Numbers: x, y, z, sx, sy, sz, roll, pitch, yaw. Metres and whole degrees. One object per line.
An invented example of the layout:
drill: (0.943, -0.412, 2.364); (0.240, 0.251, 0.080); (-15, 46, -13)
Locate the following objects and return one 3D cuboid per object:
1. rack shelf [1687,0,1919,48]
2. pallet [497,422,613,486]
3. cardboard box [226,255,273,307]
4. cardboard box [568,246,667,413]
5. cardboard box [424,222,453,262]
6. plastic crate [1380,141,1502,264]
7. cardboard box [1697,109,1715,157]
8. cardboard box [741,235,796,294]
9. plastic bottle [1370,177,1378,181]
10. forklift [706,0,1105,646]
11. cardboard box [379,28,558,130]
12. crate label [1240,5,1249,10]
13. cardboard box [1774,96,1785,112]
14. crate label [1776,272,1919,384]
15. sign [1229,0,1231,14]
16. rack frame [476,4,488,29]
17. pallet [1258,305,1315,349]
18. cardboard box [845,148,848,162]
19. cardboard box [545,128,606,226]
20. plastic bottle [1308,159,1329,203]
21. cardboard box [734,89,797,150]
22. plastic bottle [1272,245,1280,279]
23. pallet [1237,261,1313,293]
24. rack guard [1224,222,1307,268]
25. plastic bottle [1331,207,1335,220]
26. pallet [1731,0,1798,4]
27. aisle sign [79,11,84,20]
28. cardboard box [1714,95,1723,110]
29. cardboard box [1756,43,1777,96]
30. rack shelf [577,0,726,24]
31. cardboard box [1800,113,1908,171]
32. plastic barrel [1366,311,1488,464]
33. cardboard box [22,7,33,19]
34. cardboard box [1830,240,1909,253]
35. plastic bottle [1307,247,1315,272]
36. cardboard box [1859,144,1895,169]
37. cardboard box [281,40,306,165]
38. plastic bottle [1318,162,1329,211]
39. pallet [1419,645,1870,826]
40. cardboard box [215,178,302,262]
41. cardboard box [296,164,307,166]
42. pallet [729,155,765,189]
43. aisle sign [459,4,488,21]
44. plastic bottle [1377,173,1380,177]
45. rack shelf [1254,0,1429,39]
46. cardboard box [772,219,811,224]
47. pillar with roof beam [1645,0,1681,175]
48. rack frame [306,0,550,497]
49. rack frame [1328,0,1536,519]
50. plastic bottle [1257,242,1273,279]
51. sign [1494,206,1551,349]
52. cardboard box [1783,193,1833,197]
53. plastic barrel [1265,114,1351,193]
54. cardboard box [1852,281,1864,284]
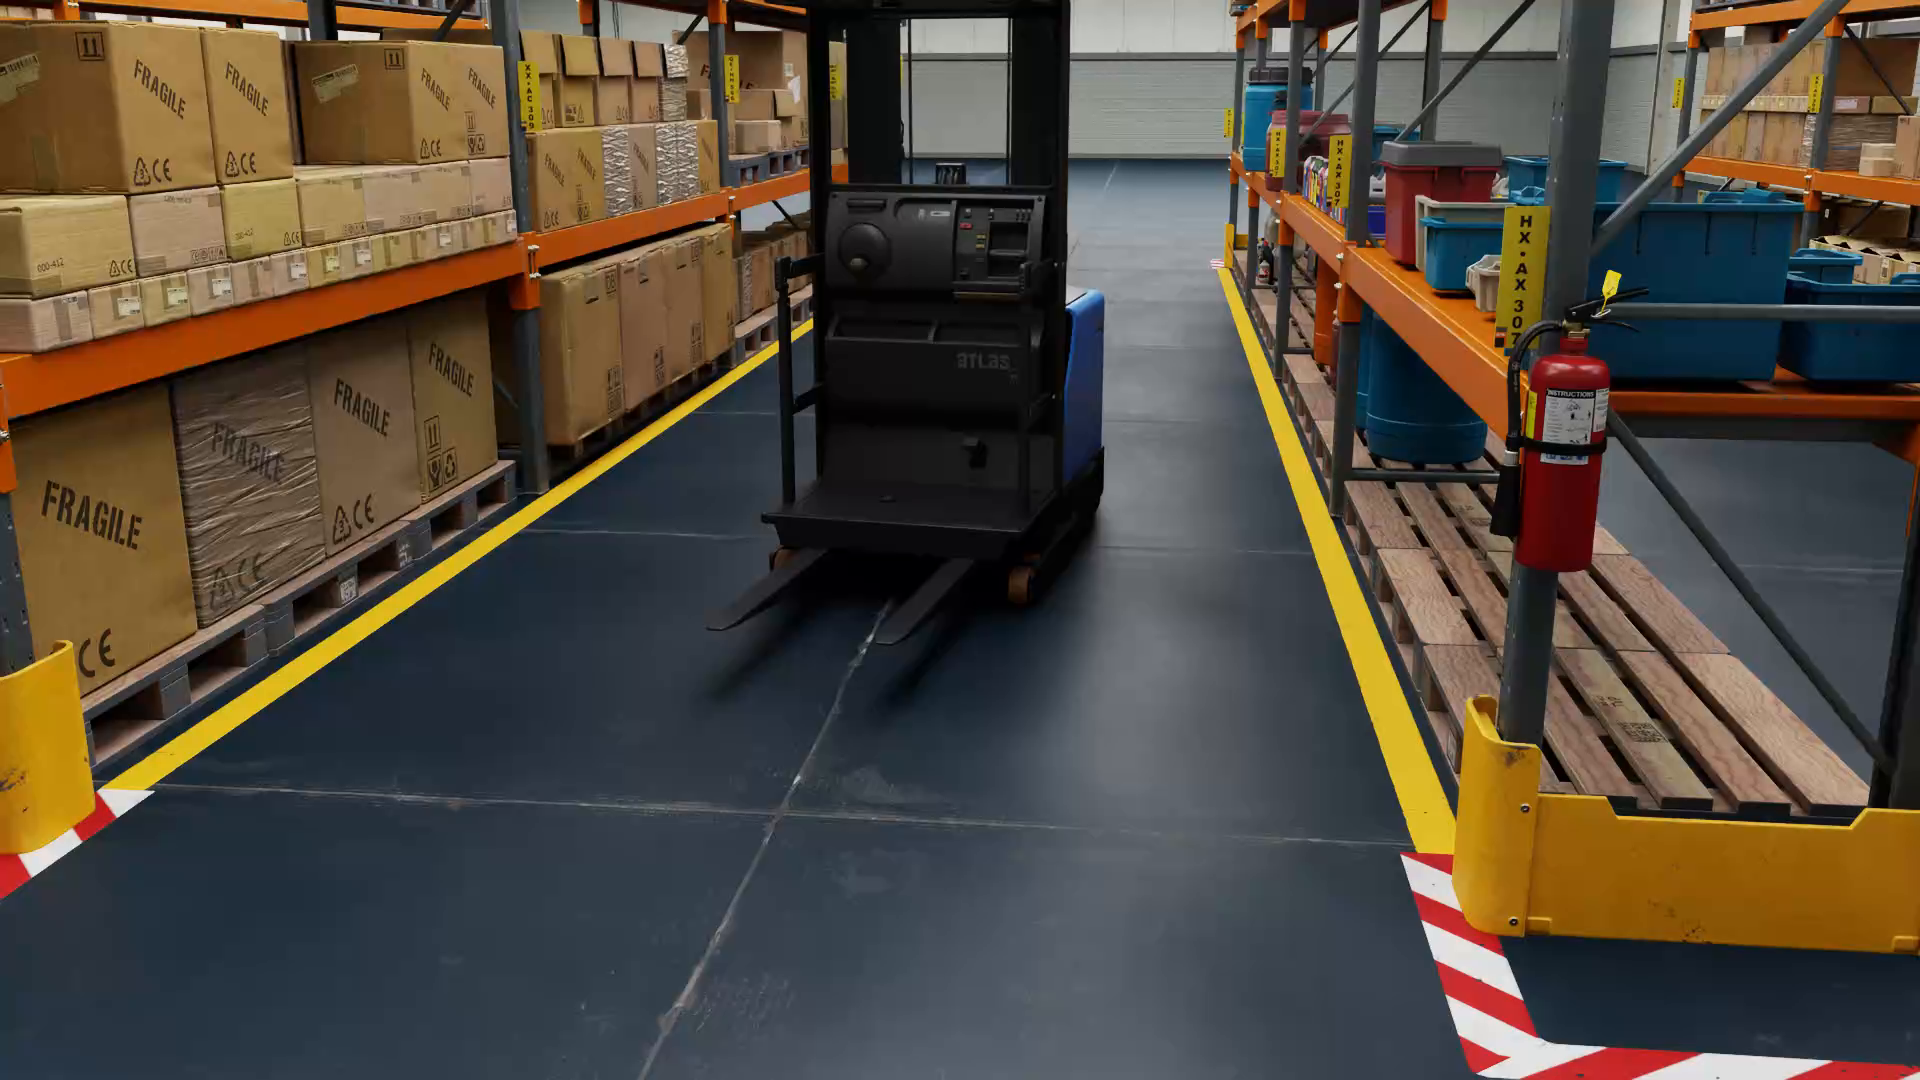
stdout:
rack shelf: (8.347, -5.099, 16.405); (1.077, 0.370, 4.000); (2, 15, 6)
pallet: (-2.612, -0.554, 9.306); (1.003, 0.211, 1.213); (2, 15, 6)
cardboard box: (-2.593, -0.888, 5.680); (0.380, 0.149, 0.250); (1, 15, 5)
cardboard box: (-2.472, -1.273, 9.889); (1.225, 0.875, 0.875); (1, 15, 4)
cardboard box: (-2.420, -1.287, 7.158); (0.380, 0.149, 0.250); (2, 15, 7)
plastic crate: (1.947, -1.387, 6.809); (0.402, 0.464, 0.583); (2, 15, 6)
cardboard box: (8.507, -4.445, 18.161); (0.700, 0.500, 0.500); (2, 15, 6)
cardboard box: (-1.884, -2.496, 15.094); (0.700, 0.500, 0.500); (2, 15, 6)
plastic bottle: (2.062, -1.698, 8.434); (0.152, 0.276, 0.135); (2, 15, 6)
forklift: (-0.160, -1.258, 6.698); (1.130, 2.935, 3.031); (4, 16, 14)
cardboard box: (-2.560, -2.396, 8.663); (0.797, 0.503, 0.637); (1, 15, 5)
crate label: (3.112, -5.564, 17.032); (0.502, 0.251, 0.408); (2, 15, 6)
cardboard box: (8.056, -4.182, 15.946); (0.380, 0.149, 0.250); (2, 15, 6)
crate label: (2.201, -0.517, 4.032); (0.416, 0.233, 0.303); (2, 15, 6)
sign: (3.105, -6.134, 18.835); (0.100, 0.325, 0.005); (2, 15, 6)
rack frame: (-6.187, -4.982, 20.341); (1.000, 3.000, 0.127); (2, 15, 6)
pallet: (3.015, -1.758, 13.760); (1.003, 0.211, 1.213); (2, 15, 6)
cardboard box: (-1.337, -3.893, 16.795); (0.380, 0.149, 0.250); (2, 15, 6)
cardboard box: (-2.268, -1.988, 9.077); (0.500, 0.500, 0.500); (2, 15, 6)
plastic bottle: (2.327, -2.306, 10.683); (0.152, 0.276, 0.135); (2, 15, 6)
cardboard box: (-1.825, -3.573, 14.126); (0.797, 0.503, 0.637); (3, 15, 12)
plastic bottle: (3.130, -2.731, 16.249); (0.144, 0.351, 0.185); (2, 15, 6)
pallet: (3.452, -2.771, 17.504); (1.003, 0.211, 1.213); (2, 15, 6)
rack guard: (3.690, -3.436, 19.412); (1.175, 0.500, 0.348); (2, 15, 6)
plastic bottle: (2.160, -1.924, 9.269); (0.152, 0.276, 0.135); (2, 15, 6)
pallet: (8.332, -5.422, 16.392); (1.003, 0.211, 1.213); (2, 15, 6)
aisle sign: (-10.821, -6.364, 20.471); (0.394, 0.787, 0.004); (2, 15, 6)
cardboard box: (8.258, -4.650, 17.677); (0.380, 0.149, 0.250); (2, 15, 6)
cardboard box: (8.335, -4.660, 16.472); (0.700, 0.500, 0.500); (2, 15, 6)
rack shelf: (-2.398, -3.317, 9.814); (1.077, 0.370, 4.000); (2, 15, 6)
cardboard box: (8.165, -3.643, 15.197); (0.700, 0.500, 0.500); (1, 15, 5)
plastic barrel: (2.376, -0.882, 8.393); (0.600, 0.901, 0.708); (2, 15, 6)
cardboard box: (-11.033, -6.131, 19.322); (0.380, 0.149, 0.250); (2, 15, 7)
cardboard box: (7.766, -2.396, 14.166); (0.500, 0.311, 0.500); (2, 15, 6)
plastic bottle: (3.623, -2.878, 16.935); (0.152, 0.276, 0.135); (2, 15, 6)
cardboard box: (8.109, -3.278, 14.327); (0.500, 0.250, 0.500); (3, 15, 10)
cardboard box: (-2.995, -1.887, 7.173); (0.500, 0.500, 0.500); (2, 15, 6)
plastic bottle: (2.203, -2.132, 10.023); (0.061, 0.283, 0.133); (2, 15, 6)
pallet: (1.978, 0.619, 4.968); (1.003, 0.211, 1.213); (2, 15, 6)
cardboard box: (-2.640, -1.113, 5.749); (0.500, 0.250, 0.500); (1, 15, 4)
cardboard box: (-2.998, -1.526, 7.275); (0.500, 0.250, 0.500); (2, 15, 6)
pallet: (-2.198, -2.830, 12.750); (1.213, 0.211, 1.003); (2, 15, 6)
aisle sign: (-5.881, -6.247, 20.037); (0.394, 0.787, 0.004); (2, 15, 6)
plastic bottle: (2.245, -1.828, 8.922); (0.097, 0.271, 0.097); (0, 15, 0)
rack shelf: (2.974, -4.209, 13.111); (1.077, 0.370, 4.000); (2, 15, 6)
cardboard box: (-1.579, -3.020, 17.068); (0.500, 0.500, 0.500); (7, 17, 24)
pillar with roof beam: (12.706, -13.413, 40.025); (9.100, 9.000, 0.400); (2, 15, 6)
rack frame: (-2.624, -1.698, 8.193); (1.000, 3.000, 0.127); (2, 15, 6)
rack frame: (2.297, -1.552, 7.654); (1.000, 3.000, 0.127); (2, 15, 6)
plastic bottle: (2.986, -2.736, 16.265); (0.144, 0.351, 0.185); (1, 15, 5)
sign: (1.298, -0.605, 3.840); (0.100, 0.325, 0.005); (2, 15, 6)
cardboard box: (8.710, -3.347, 17.319); (0.500, 0.500, 0.500); (2, 15, 6)
plastic barrel: (2.500, -2.784, 11.951); (0.600, 0.536, 0.708); (2, 15, 6)
cardboard box: (7.715, -1.991, 13.741); (0.500, 0.250, 0.500); (1, 15, 5)
